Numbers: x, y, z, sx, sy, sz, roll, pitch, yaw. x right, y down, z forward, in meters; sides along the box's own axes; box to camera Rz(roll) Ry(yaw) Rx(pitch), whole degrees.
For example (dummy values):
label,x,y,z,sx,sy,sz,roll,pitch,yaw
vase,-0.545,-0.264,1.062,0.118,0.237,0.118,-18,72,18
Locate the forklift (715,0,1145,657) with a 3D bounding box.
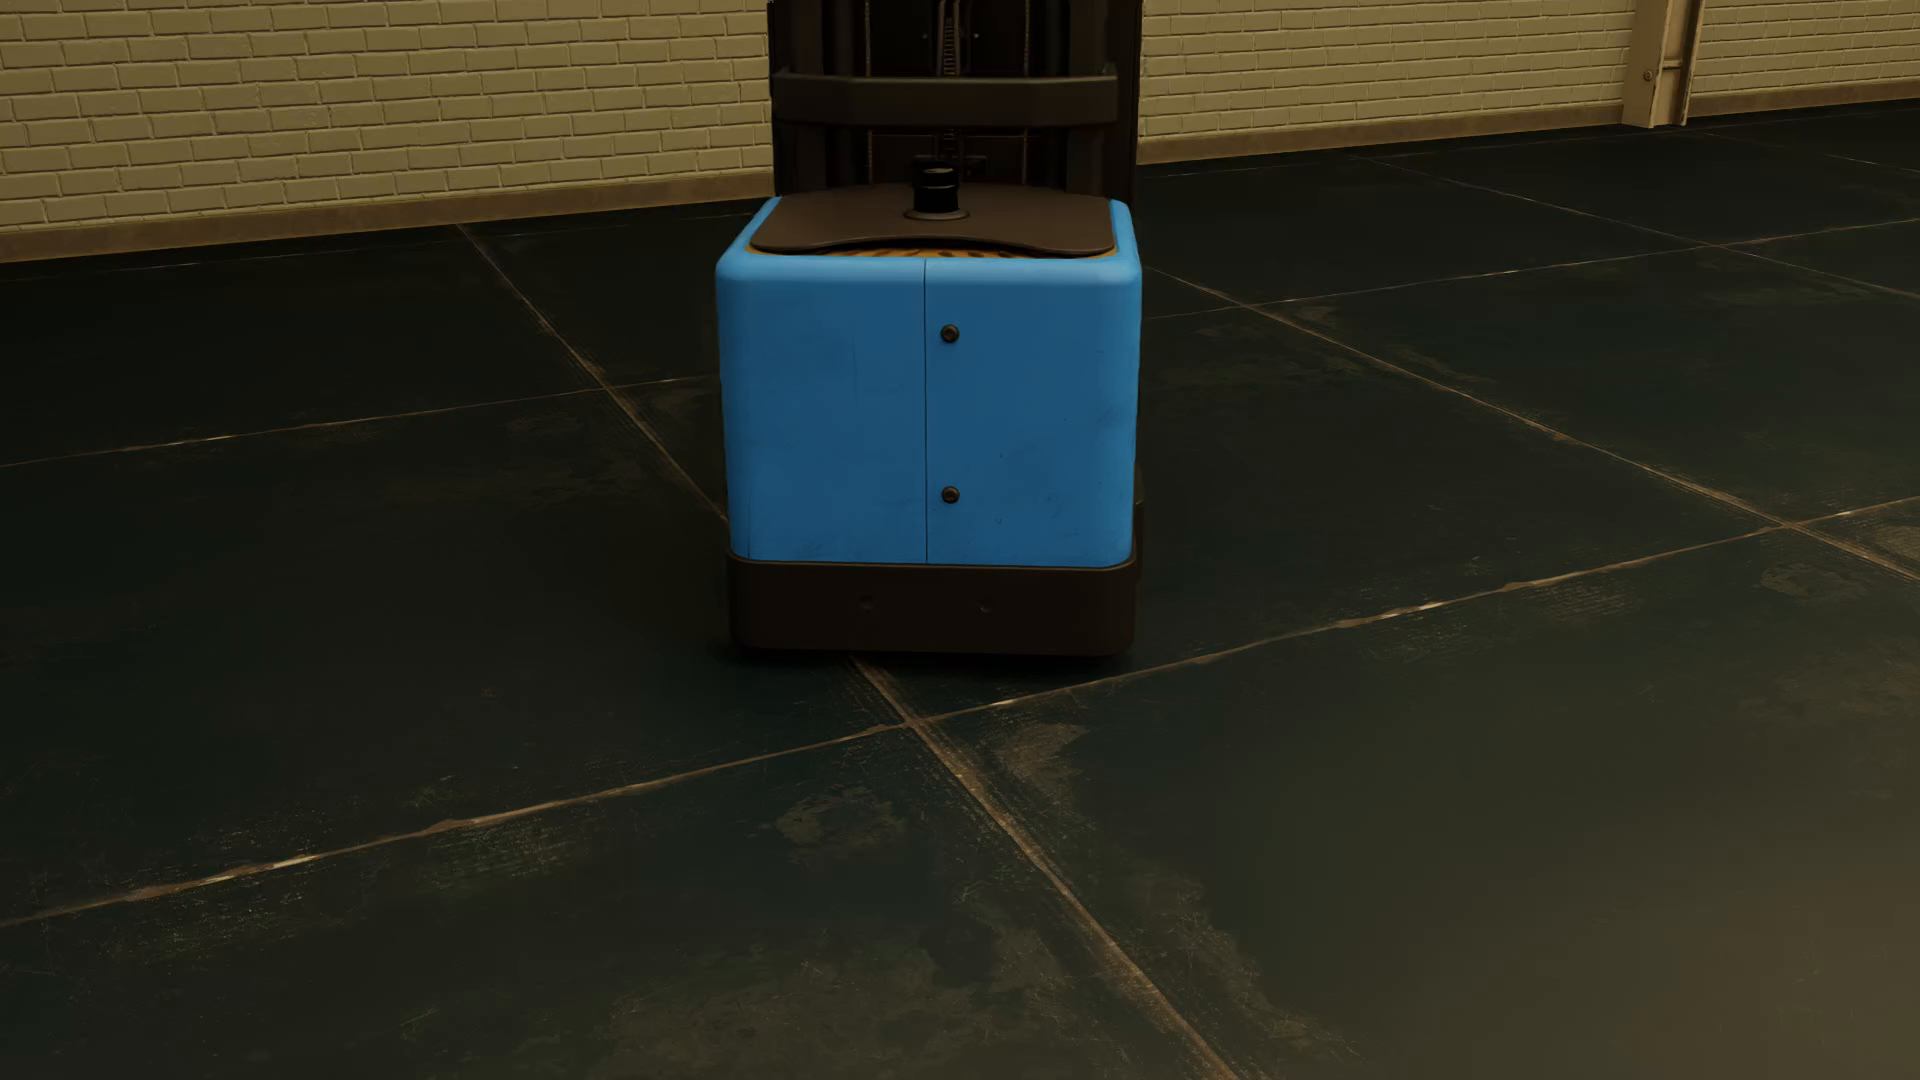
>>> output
label,x,y,z,sx,sy,sz,roll,pitch,yaw
forklift,-0.002,-1.580,5.090,1.130,2.935,3.031,1,23,3
